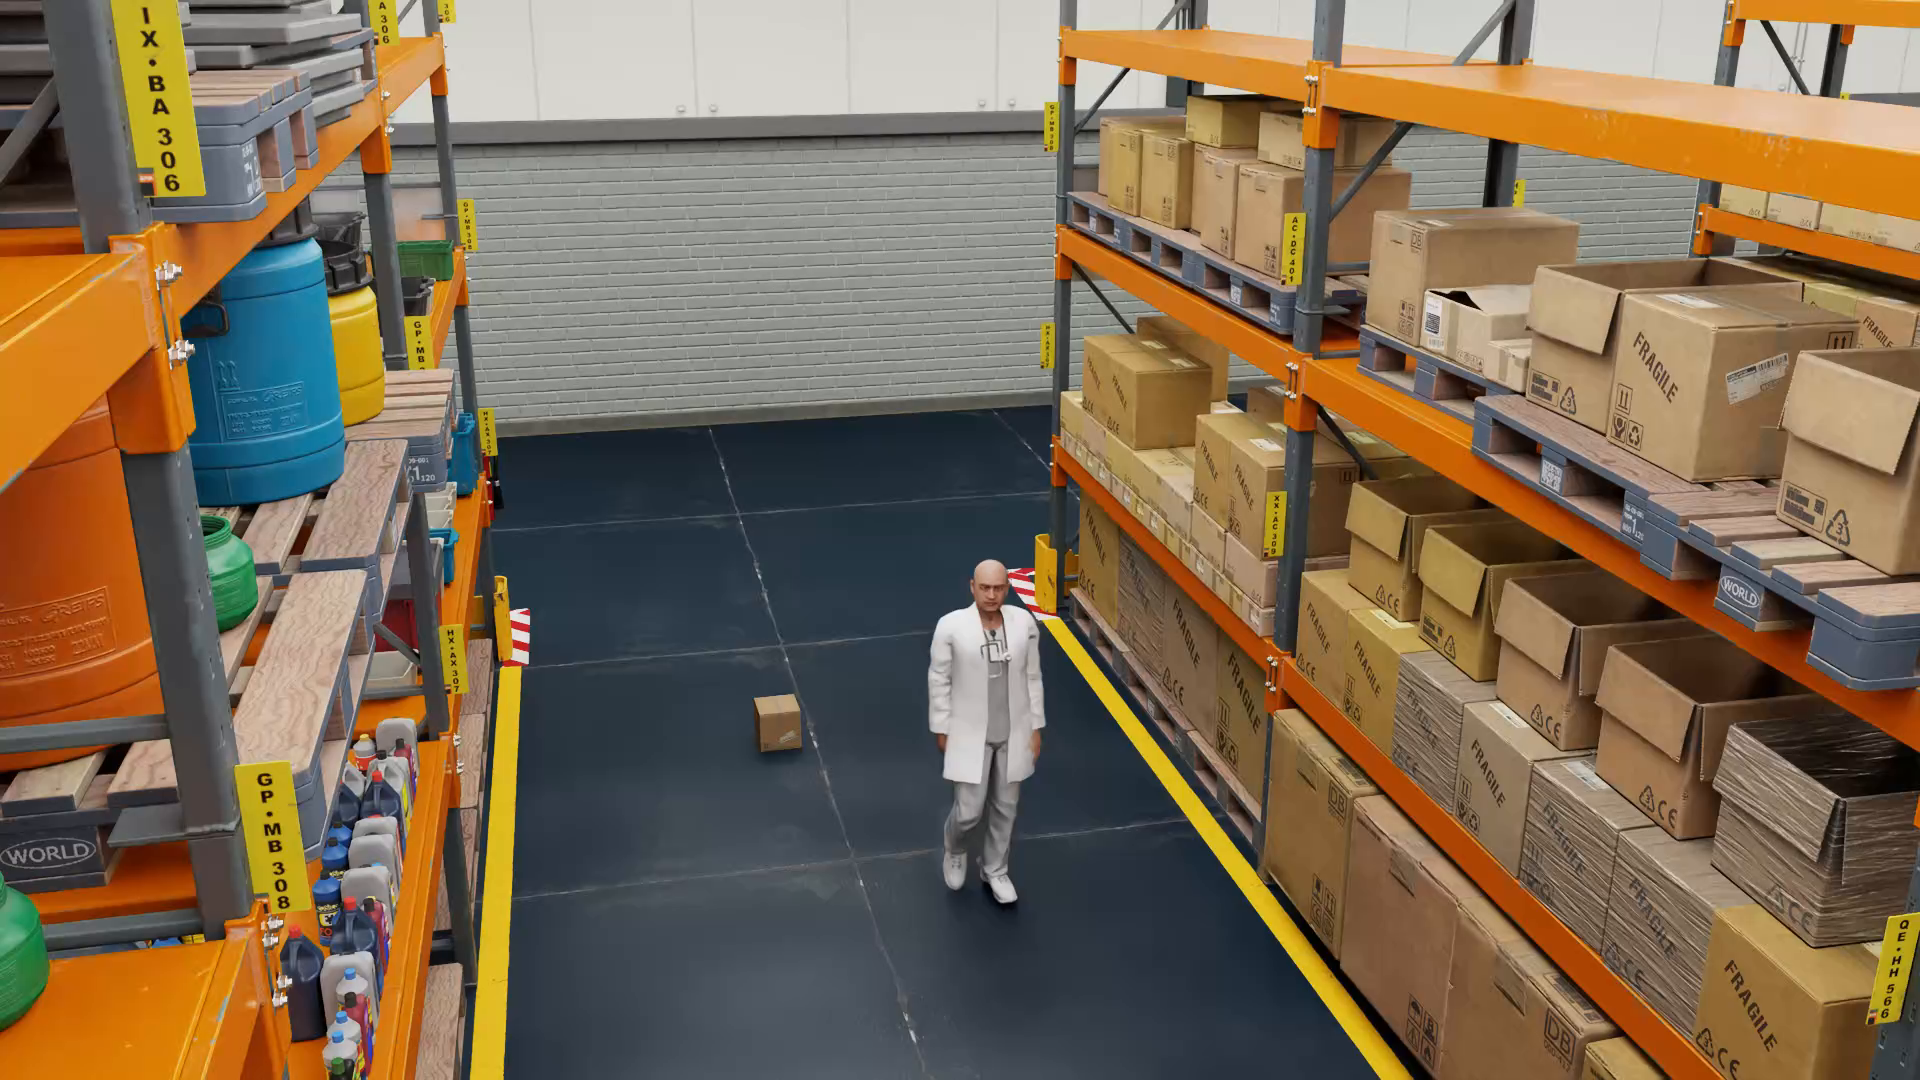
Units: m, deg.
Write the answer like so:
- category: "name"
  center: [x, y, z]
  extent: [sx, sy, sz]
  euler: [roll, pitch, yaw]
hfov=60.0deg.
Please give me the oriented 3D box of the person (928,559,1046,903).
- category: "person"
  center: [0.145, 0.960, 8.294]
  extent: [0.574, 1.783, 0.535]
  euler: [-6, 20, -16]
